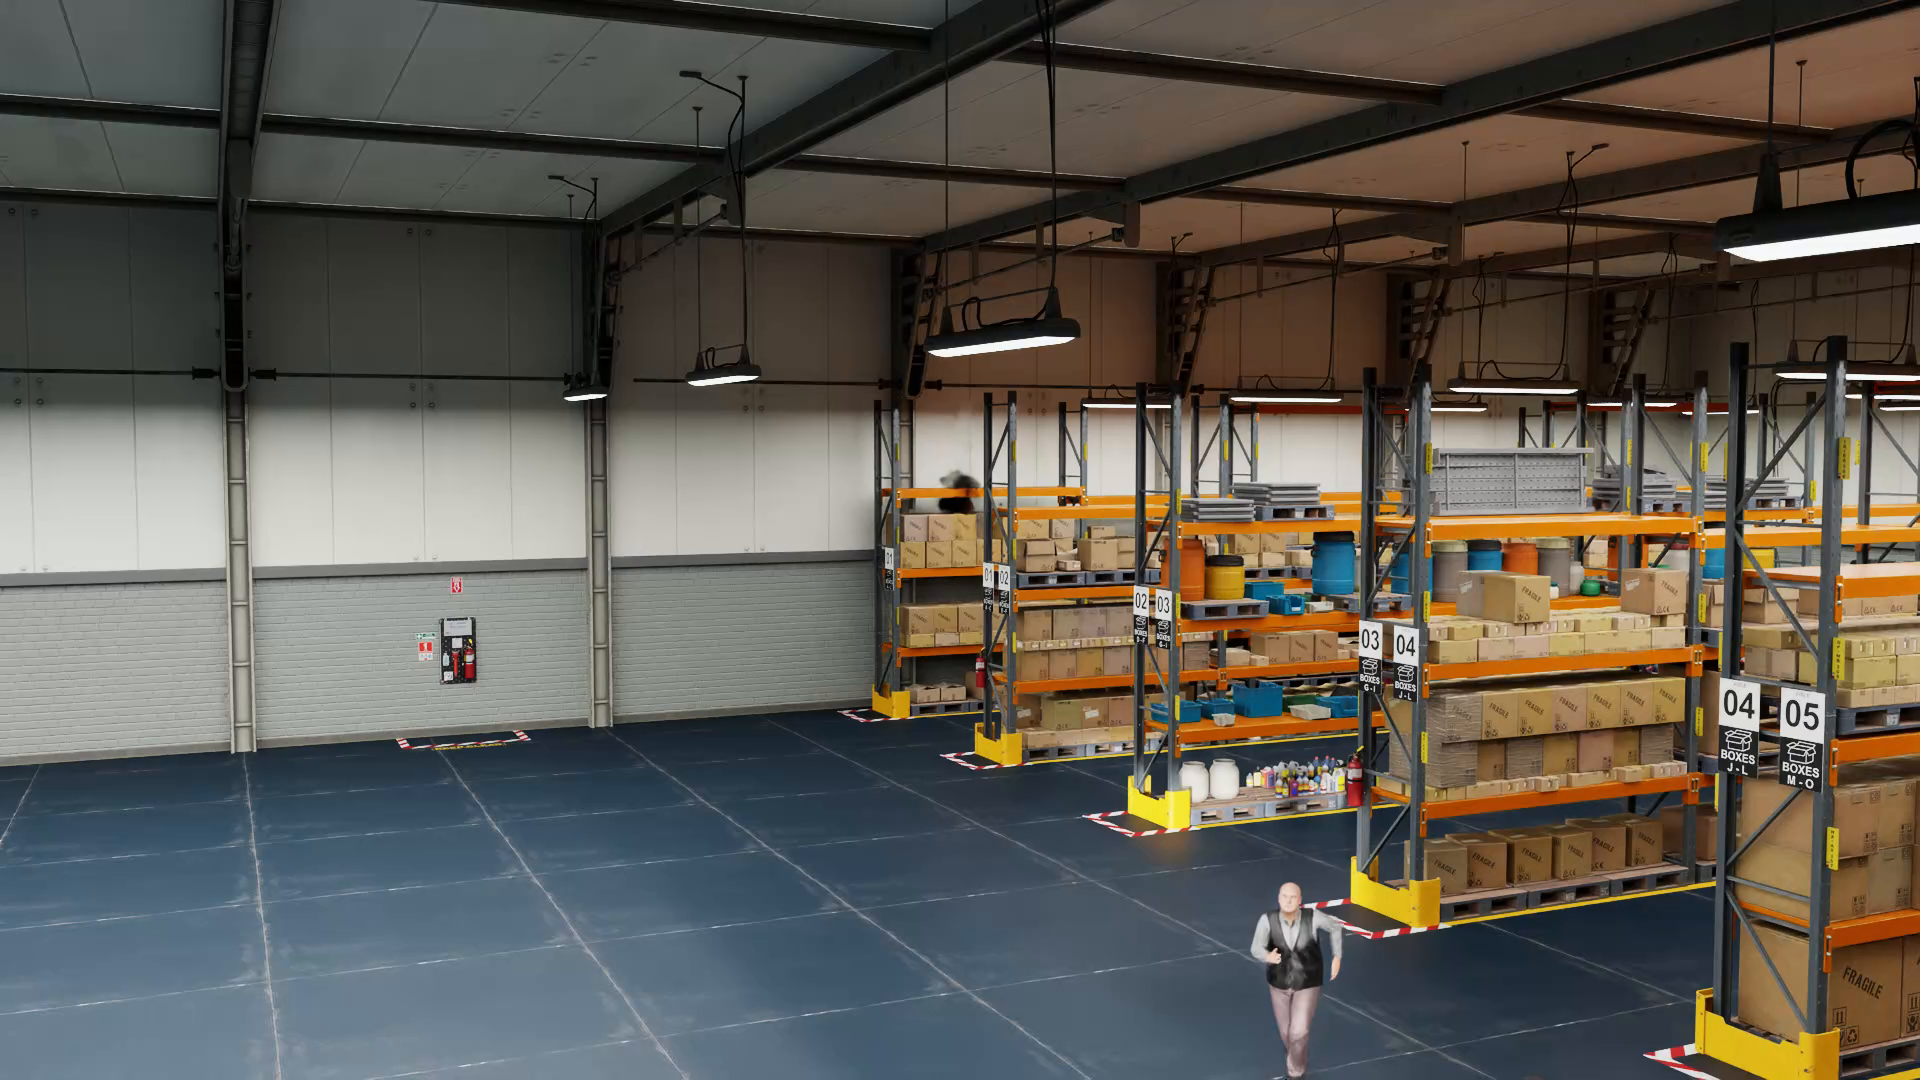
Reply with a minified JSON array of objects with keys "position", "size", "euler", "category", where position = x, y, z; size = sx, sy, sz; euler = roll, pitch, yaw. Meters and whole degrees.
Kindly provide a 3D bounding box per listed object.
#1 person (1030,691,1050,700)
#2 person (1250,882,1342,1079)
[{"position":[1.473,2.354,29.533],"size":[0.699,1.650,0.630],"euler":[-1,4,-21],"category":"person"},{"position":[2.645,3.549,13.139],"size":[0.681,1.706,0.814],"euler":[1,4,20],"category":"person"}]
